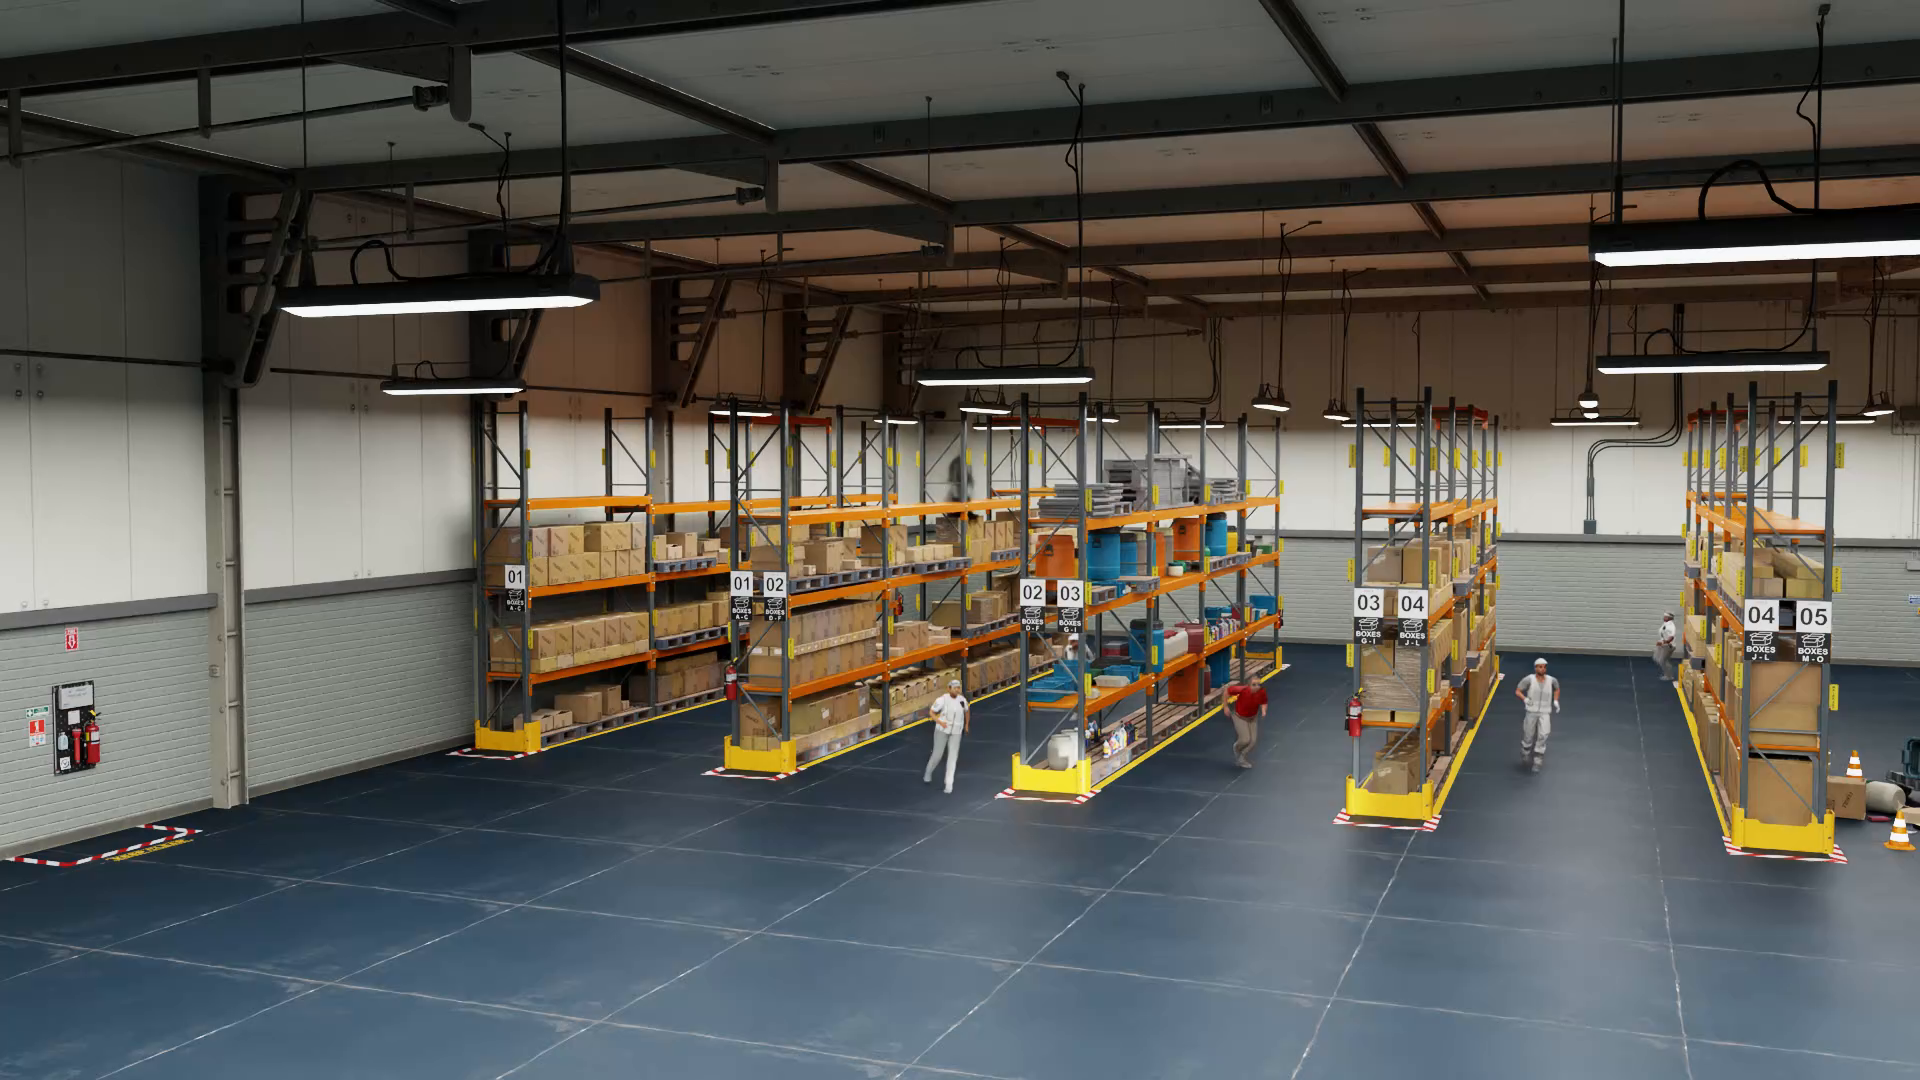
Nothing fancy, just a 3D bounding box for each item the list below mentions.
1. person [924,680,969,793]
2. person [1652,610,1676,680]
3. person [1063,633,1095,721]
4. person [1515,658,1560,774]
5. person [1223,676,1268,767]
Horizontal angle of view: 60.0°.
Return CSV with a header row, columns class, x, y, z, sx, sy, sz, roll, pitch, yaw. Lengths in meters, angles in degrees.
class,x,y,z,sx,sy,sz,roll,pitch,yaw
person,-0.155,2.946,25.295,0.695,1.648,0.923,-1,3,-12
person,15.908,2.374,37.511,0.453,1.616,0.649,0,3,2
person,2.310,2.612,32.053,0.658,1.719,0.878,1,3,20
person,9.299,2.797,26.759,0.698,1.800,0.945,1,3,14
person,4.601,2.924,26.765,0.694,1.543,0.858,-1,3,-15
